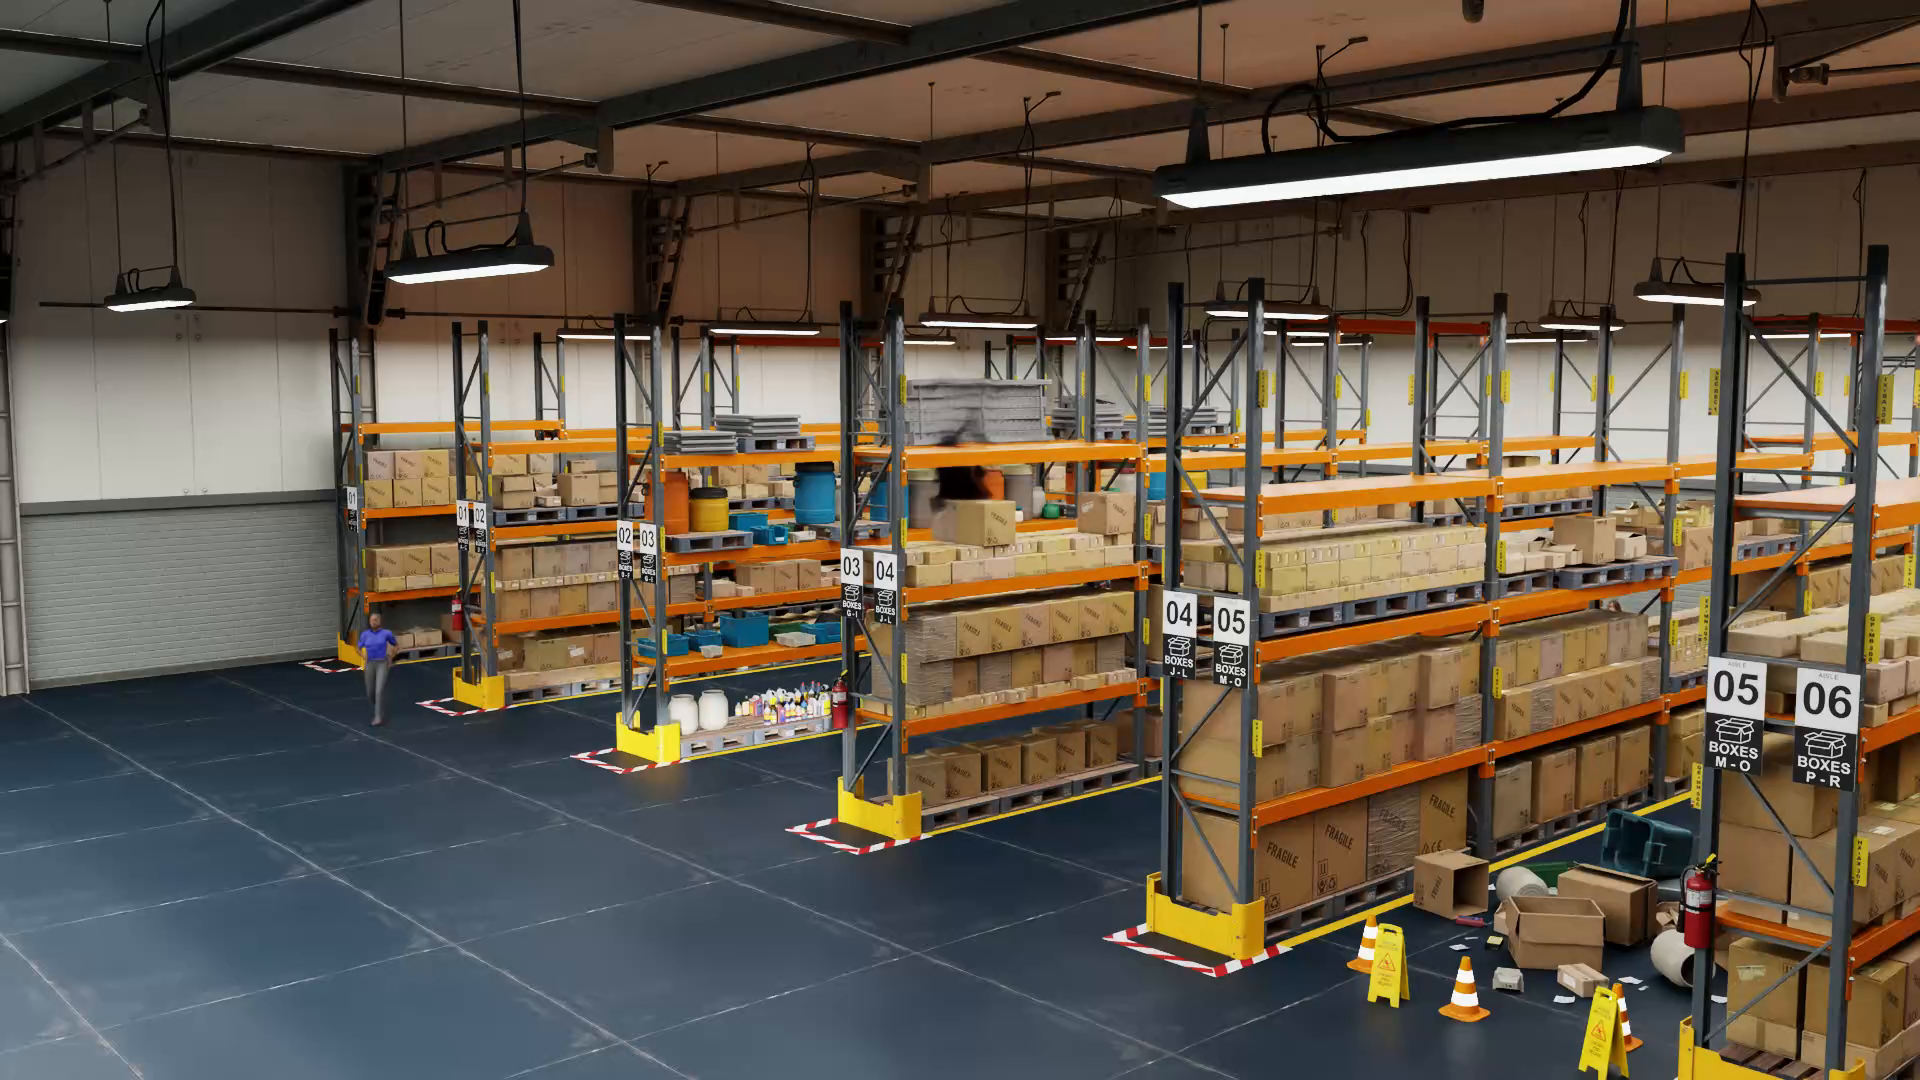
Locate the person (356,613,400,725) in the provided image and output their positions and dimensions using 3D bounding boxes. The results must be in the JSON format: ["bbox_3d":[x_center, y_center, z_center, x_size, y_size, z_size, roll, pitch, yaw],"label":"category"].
[{"bbox_3d":[-8.696,1.896,24.828,0.603,1.636,0.748,-1,6,-5],"label":"person"}]

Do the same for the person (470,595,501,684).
[{"bbox_3d":[-7.897,1.504,28.074,0.865,1.846,0.677,-5,7,-41],"label":"person"}]

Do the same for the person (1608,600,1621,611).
[{"bbox_3d":[10.520,1.745,26.812,0.561,1.558,0.545,5,8,43],"label":"person"}]
